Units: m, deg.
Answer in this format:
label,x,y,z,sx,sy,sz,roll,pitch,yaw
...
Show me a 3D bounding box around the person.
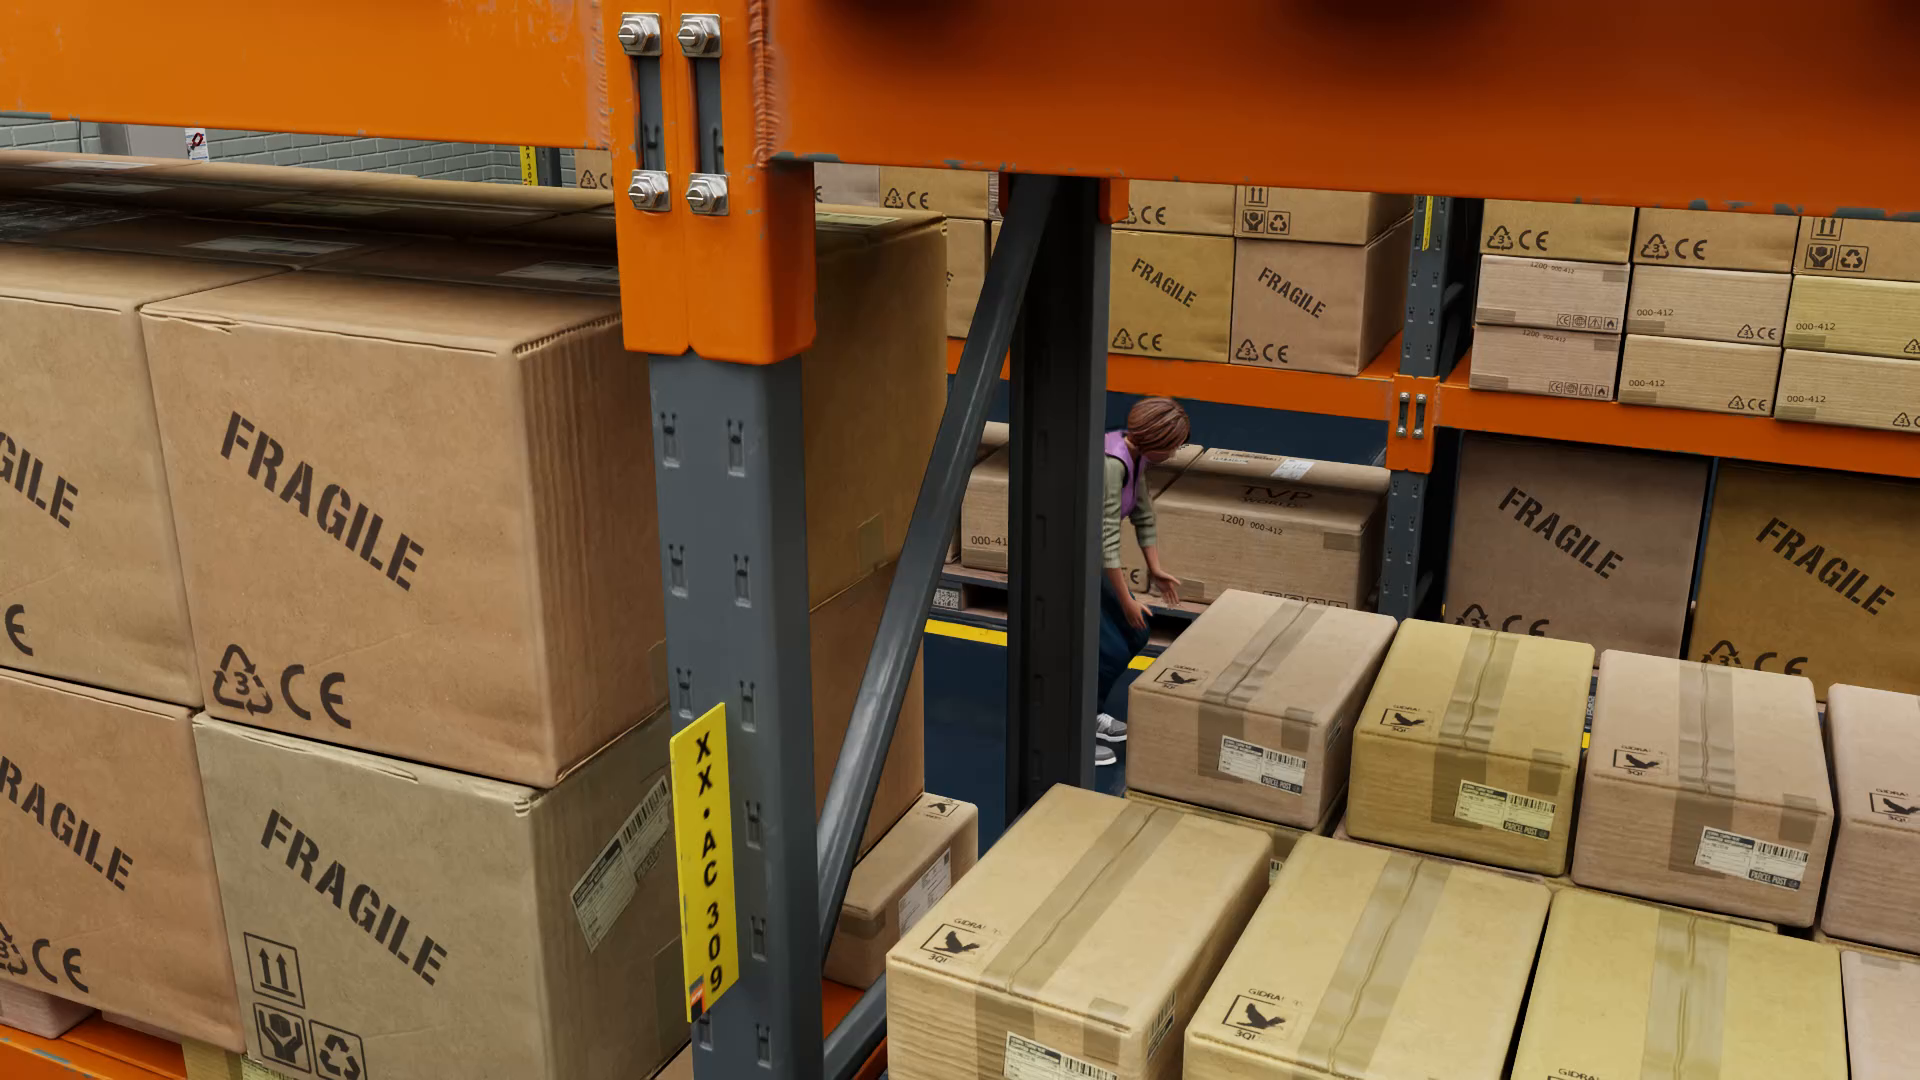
label,x,y,z,sx,sy,sz,roll,pitch,yaw
person,0.523,0.133,6.073,0.601,1.361,0.460,9,21,23
